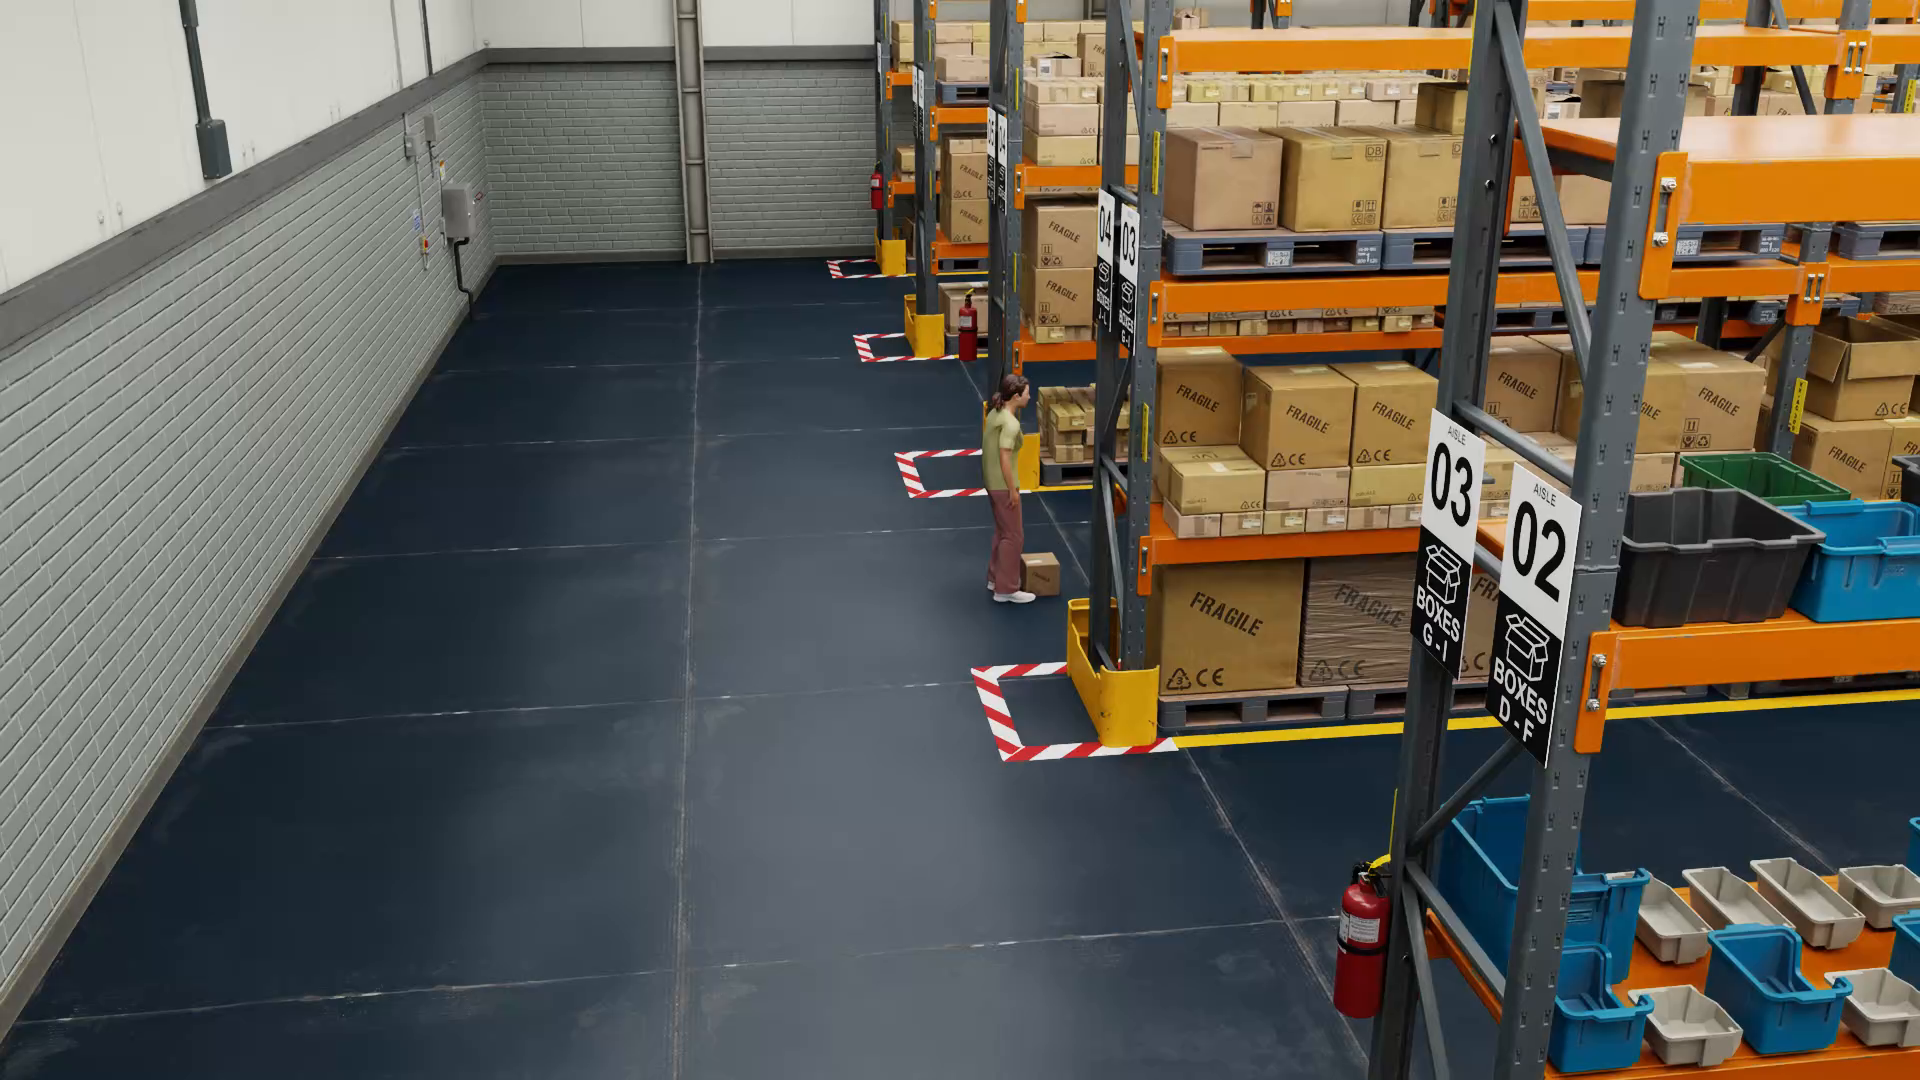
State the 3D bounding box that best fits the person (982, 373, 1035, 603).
[{"bbox_3d":[0.347,-0.393,12.154,0.362,1.671,0.506,-4,20,-10],"label":"person"}]
